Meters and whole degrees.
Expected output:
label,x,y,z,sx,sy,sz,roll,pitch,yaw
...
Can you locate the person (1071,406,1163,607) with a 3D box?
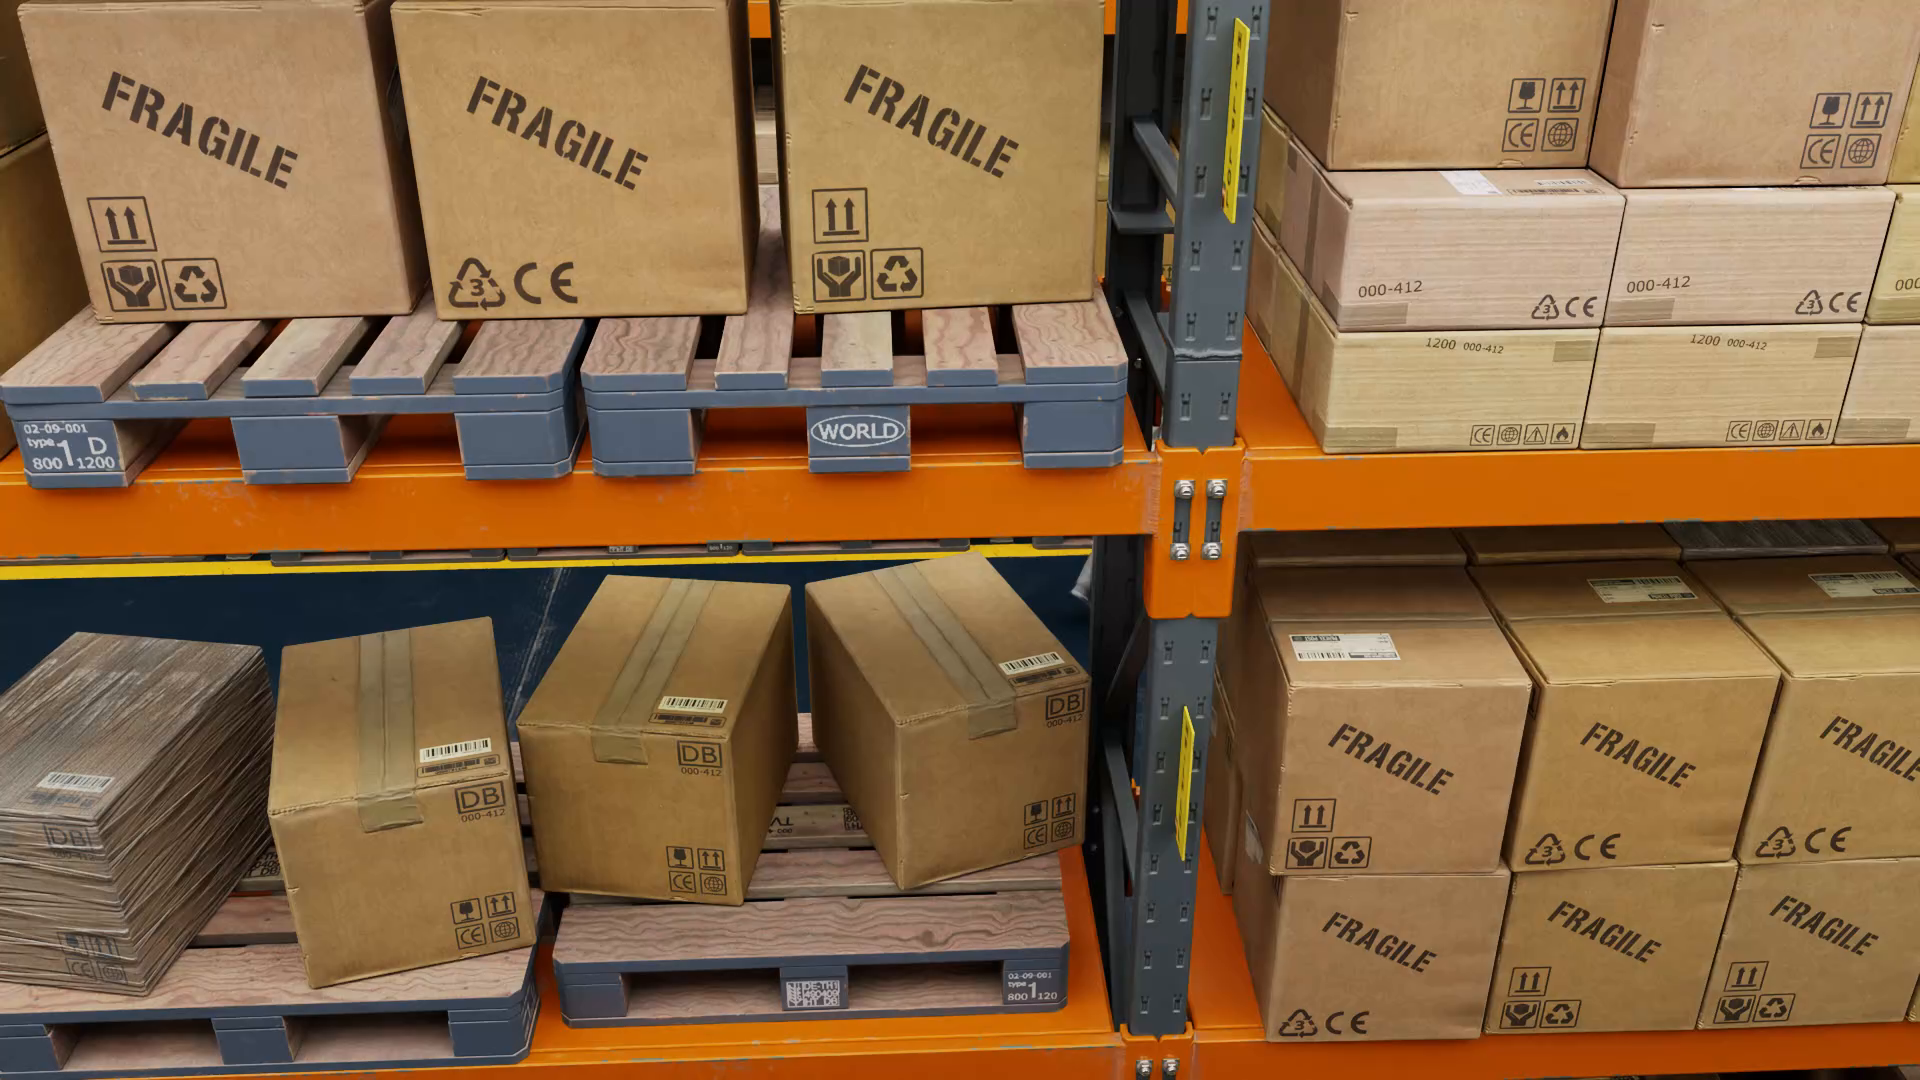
label,x,y,z,sx,sy,sz,roll,pitch,yaw
person,0.811,-0.297,7.667,0.458,1.682,0.495,-8,29,-14
